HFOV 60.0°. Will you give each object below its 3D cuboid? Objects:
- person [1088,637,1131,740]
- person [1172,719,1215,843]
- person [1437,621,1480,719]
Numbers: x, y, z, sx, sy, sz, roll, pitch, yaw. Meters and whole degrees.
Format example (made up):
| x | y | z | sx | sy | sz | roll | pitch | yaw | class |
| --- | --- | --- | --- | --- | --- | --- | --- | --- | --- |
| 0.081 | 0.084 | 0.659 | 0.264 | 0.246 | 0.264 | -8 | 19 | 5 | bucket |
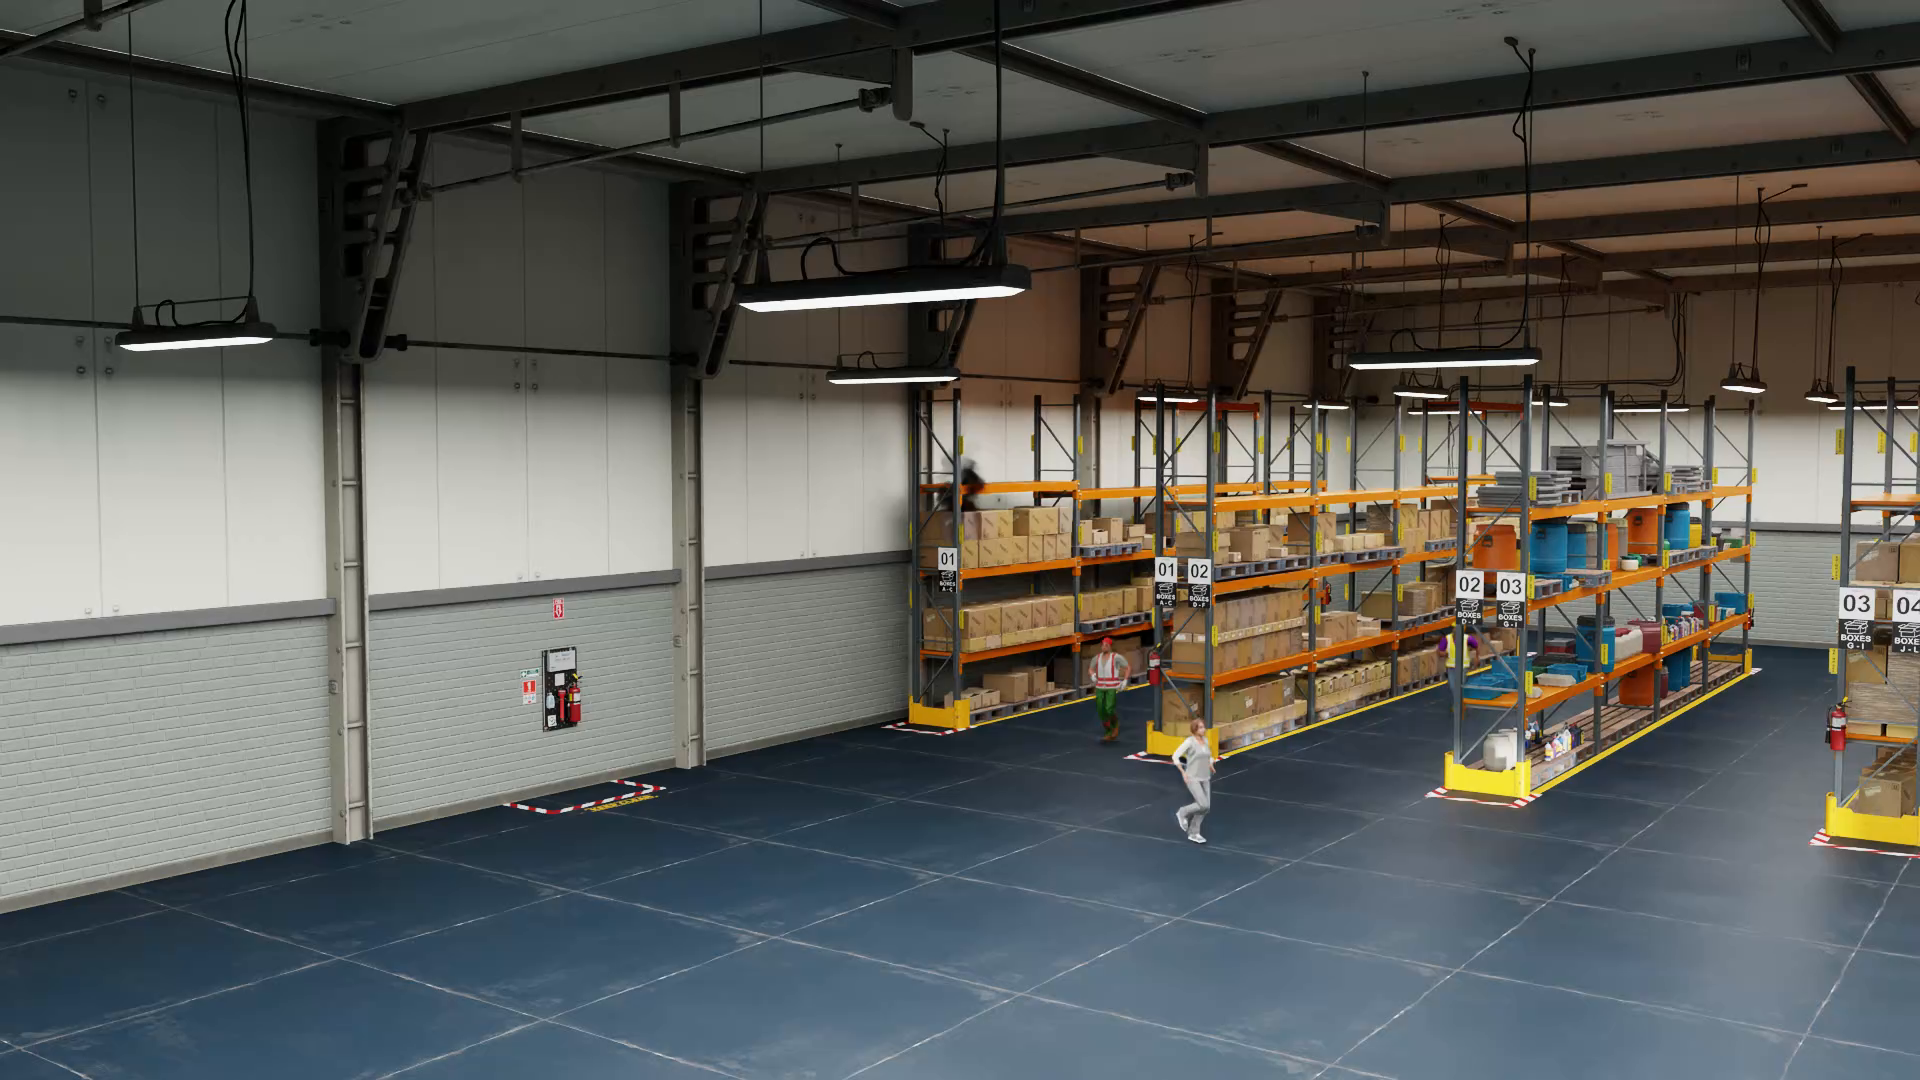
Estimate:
| x | y | z | sx | sy | sz | roll | pitch | yaw | class |
| --- | --- | --- | --- | --- | --- | --- | --- | --- | --- |
| 2.461 | 2.511 | 27.975 | 0.727 | 1.748 | 0.540 | 2 | 4 | 27 | person |
| 2.994 | 3.030 | 20.965 | 0.545 | 1.554 | 0.544 | -2 | 4 | -37 | person |
| 9.158 | 2.390 | 30.611 | 0.724 | 1.848 | 0.757 | 2 | 4 | 27 | person |
